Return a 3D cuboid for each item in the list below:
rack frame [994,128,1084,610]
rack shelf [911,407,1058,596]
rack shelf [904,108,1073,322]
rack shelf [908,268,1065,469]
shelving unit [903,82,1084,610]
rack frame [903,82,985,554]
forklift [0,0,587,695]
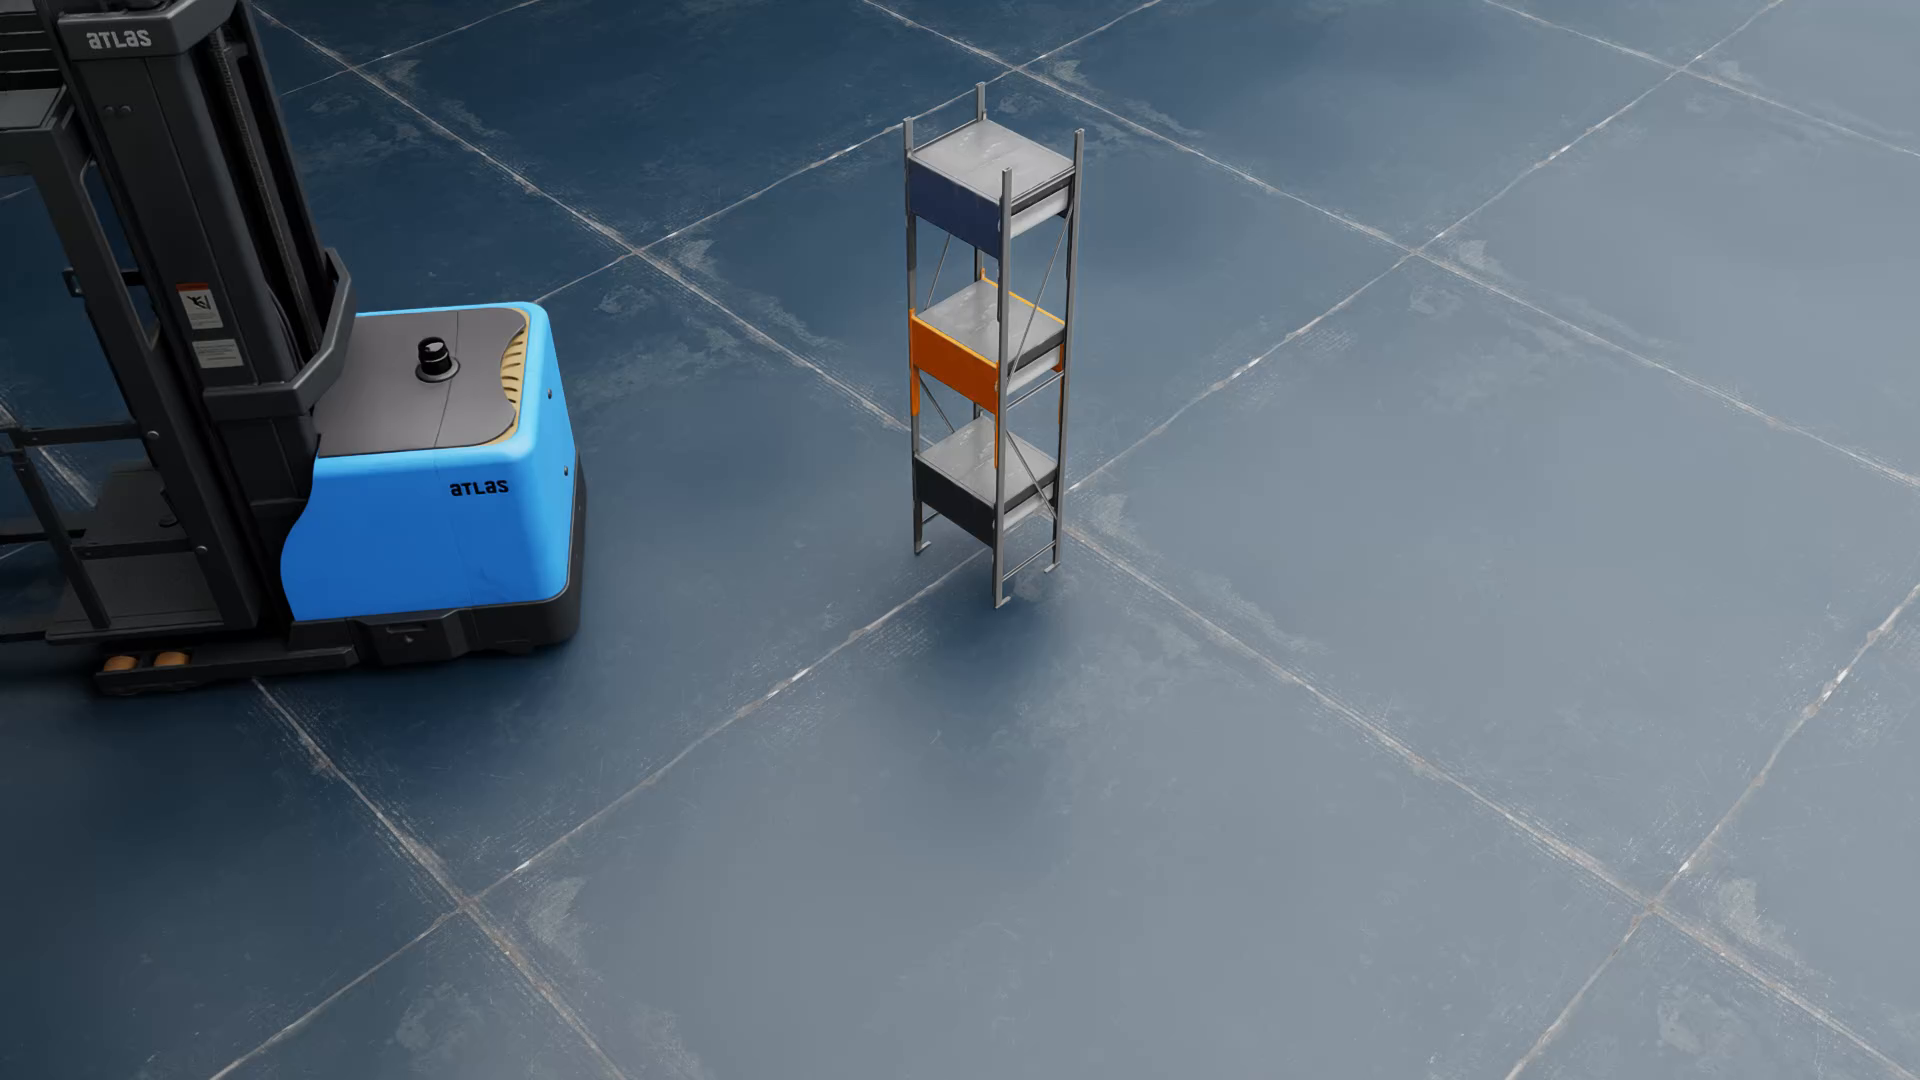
[{"bbox_3d":[0.289,-0.574,6.442,0.400,2.100,0.015,-34,53,-31],"label":"rack frame"},{"bbox_3d":[0.117,-0.167,7.053,0.431,0.518,0.480,-34,53,-31],"label":"rack shelf"},{"bbox_3d":[0.117,-1.196,6.103,0.431,0.518,0.480,-34,53,-31],"label":"rack shelf"},{"bbox_3d":[0.117,-0.682,6.578,0.431,0.518,0.480,-34,53,-31],"label":"rack shelf"},{"bbox_3d":[0.117,-0.692,6.569,0.431,2.100,0.503,-34,53,-31],"label":"shelving unit"},{"bbox_3d":[-0.055,-0.809,6.696,0.400,2.100,0.015,-34,53,-31],"label":"rack frame"},{"bbox_3d":[-3.135,-0.833,6.109,3.031,2.935,1.130,-5,43,-5],"label":"forklift"}]
